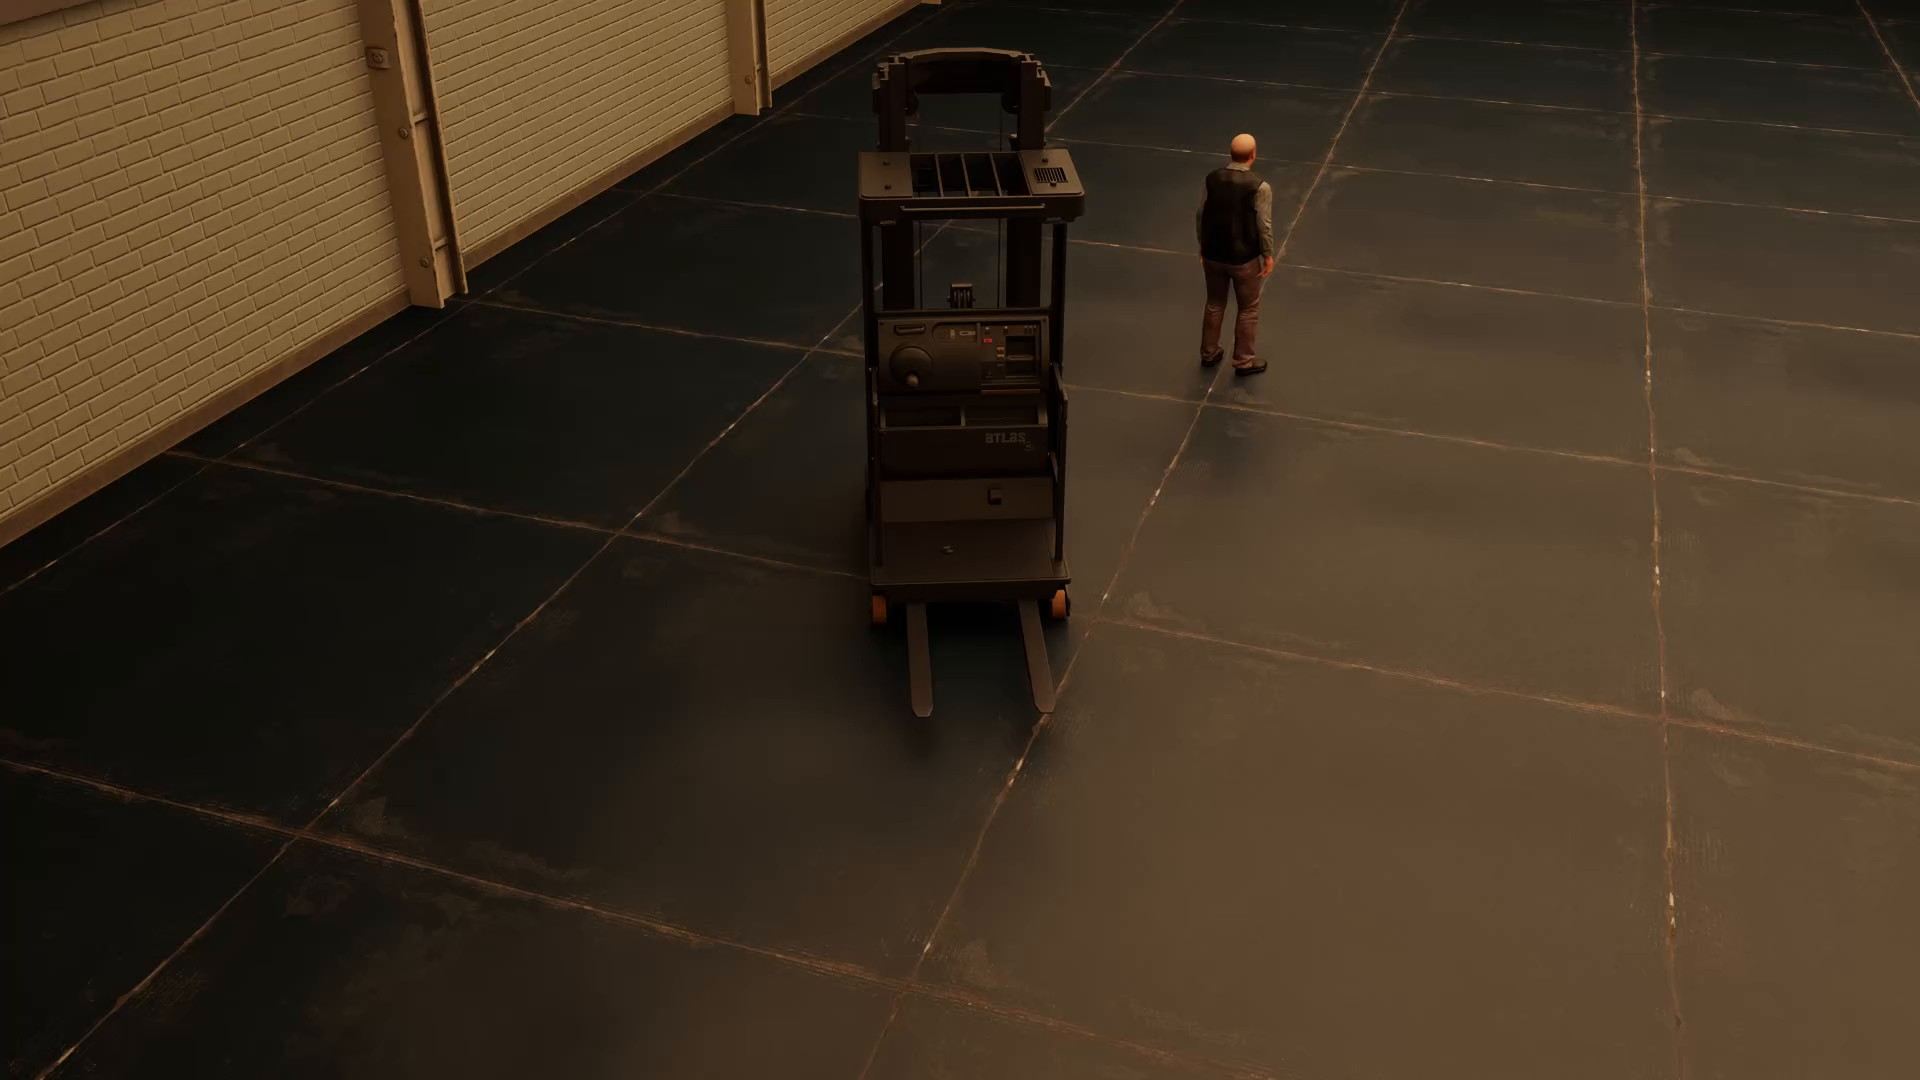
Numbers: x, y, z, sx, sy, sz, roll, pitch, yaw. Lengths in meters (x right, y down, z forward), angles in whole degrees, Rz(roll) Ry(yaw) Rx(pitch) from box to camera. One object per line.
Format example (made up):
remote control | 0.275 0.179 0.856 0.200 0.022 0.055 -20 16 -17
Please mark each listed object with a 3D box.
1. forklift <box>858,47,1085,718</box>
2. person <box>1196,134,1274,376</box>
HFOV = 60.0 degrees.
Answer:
forklift | 0.035 -0.972 8.842 1.130 2.935 3.031 -2 30 -3
person | 1.952 -2.040 11.938 0.590 1.722 0.415 20 35 31
